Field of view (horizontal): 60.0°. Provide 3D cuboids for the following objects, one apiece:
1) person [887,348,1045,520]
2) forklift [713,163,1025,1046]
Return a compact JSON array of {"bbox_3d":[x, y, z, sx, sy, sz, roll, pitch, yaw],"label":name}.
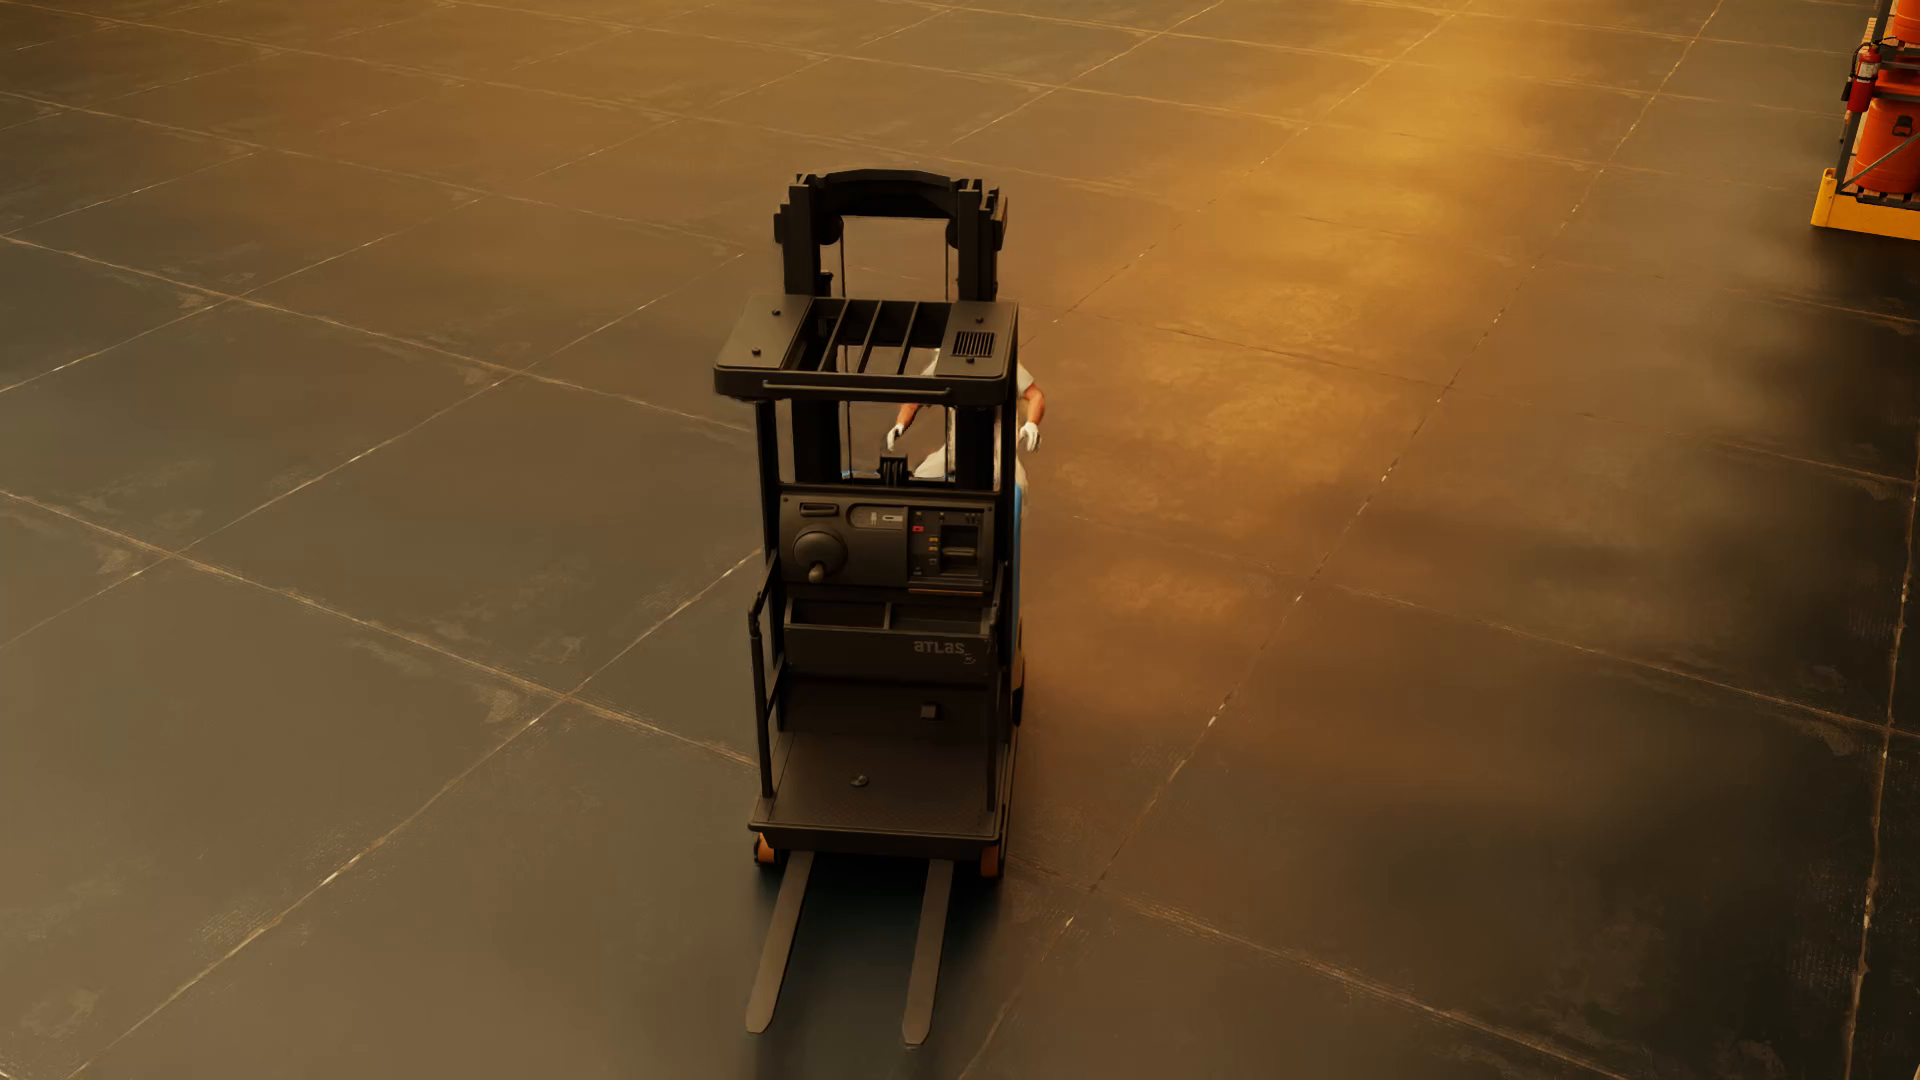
[{"bbox_3d":[0.030,-0.483,9.276,0.978,1.569,0.787,12,32,20],"label":"person"},{"bbox_3d":[-0.332,0.056,6.974,1.130,2.935,3.031,3,30,5],"label":"forklift"}]
